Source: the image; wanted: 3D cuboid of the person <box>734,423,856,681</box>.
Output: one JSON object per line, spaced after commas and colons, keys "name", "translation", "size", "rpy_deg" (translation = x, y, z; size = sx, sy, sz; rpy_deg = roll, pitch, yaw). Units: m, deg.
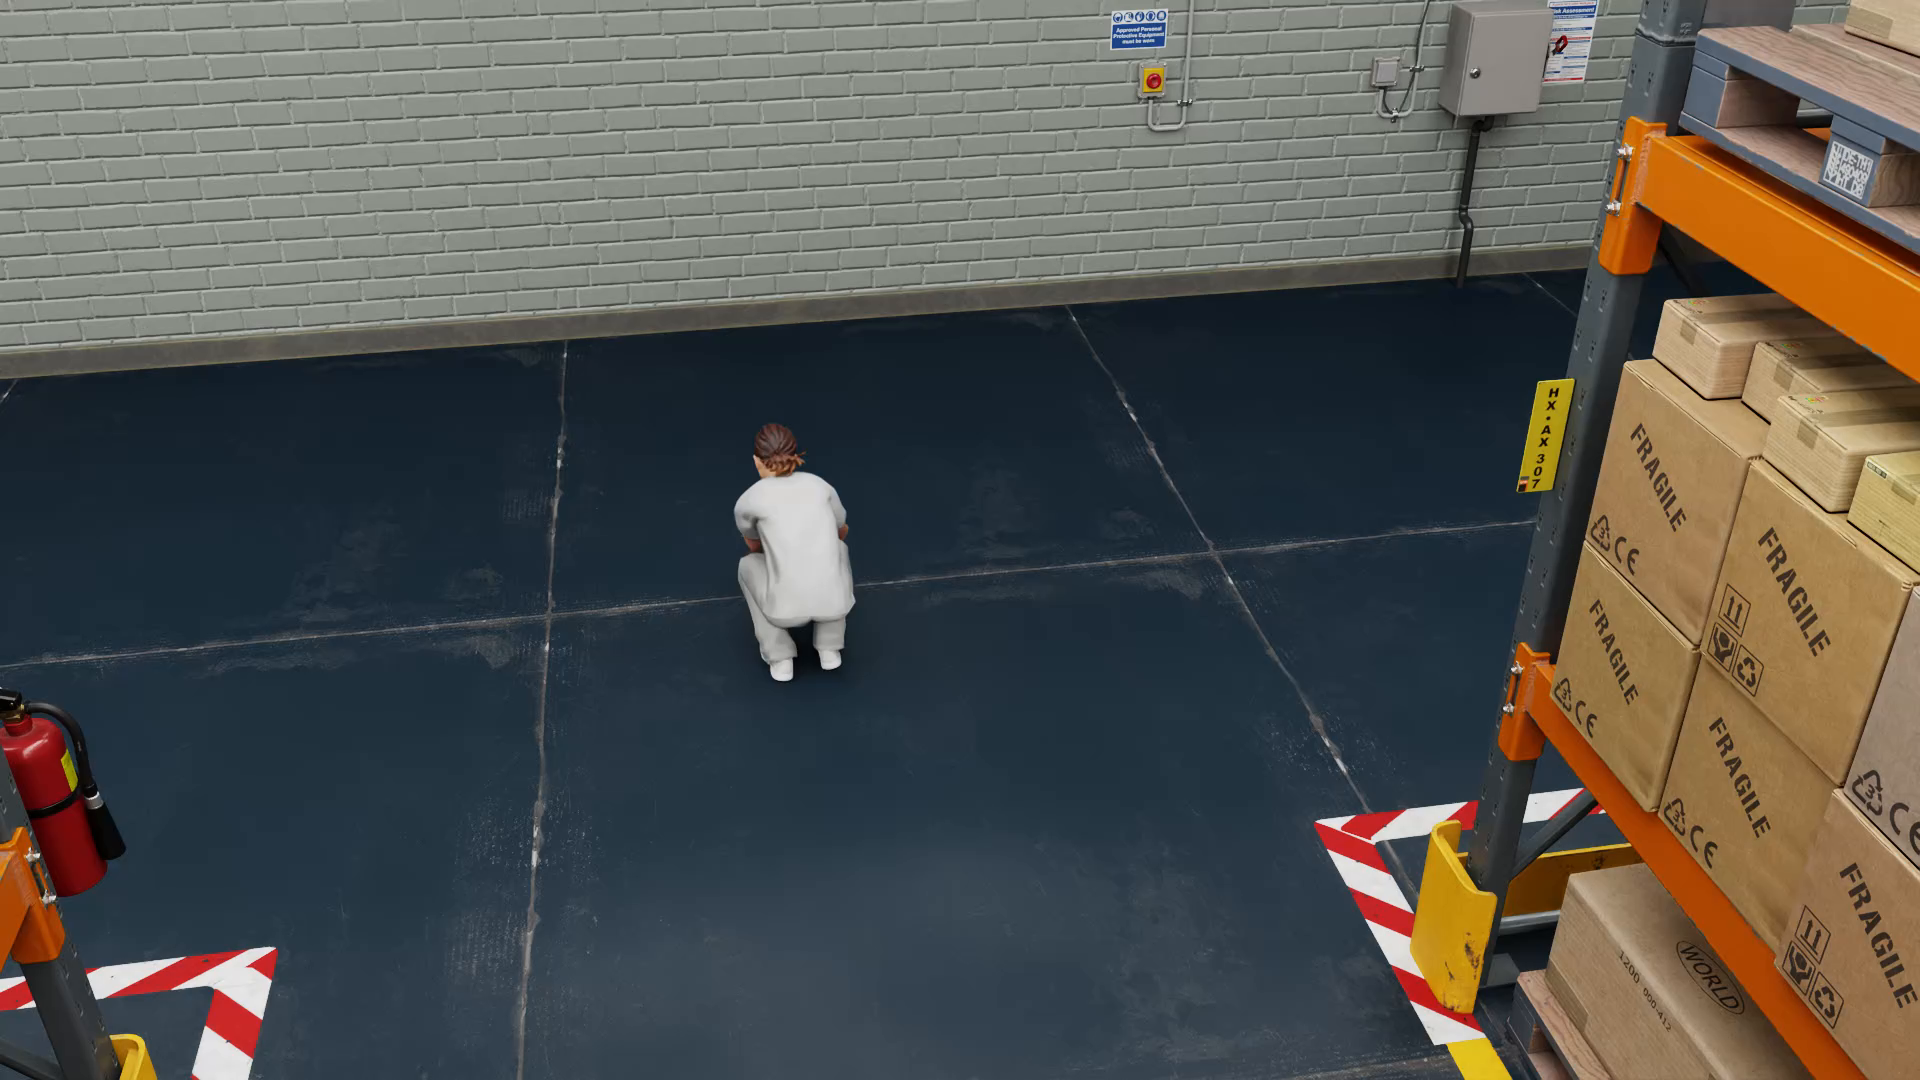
{"name": "person", "translation": [-0.674, 0.032, 6.810], "size": [0.479, 0.936, 0.806], "rpy_deg": [-6, 31, -9]}
